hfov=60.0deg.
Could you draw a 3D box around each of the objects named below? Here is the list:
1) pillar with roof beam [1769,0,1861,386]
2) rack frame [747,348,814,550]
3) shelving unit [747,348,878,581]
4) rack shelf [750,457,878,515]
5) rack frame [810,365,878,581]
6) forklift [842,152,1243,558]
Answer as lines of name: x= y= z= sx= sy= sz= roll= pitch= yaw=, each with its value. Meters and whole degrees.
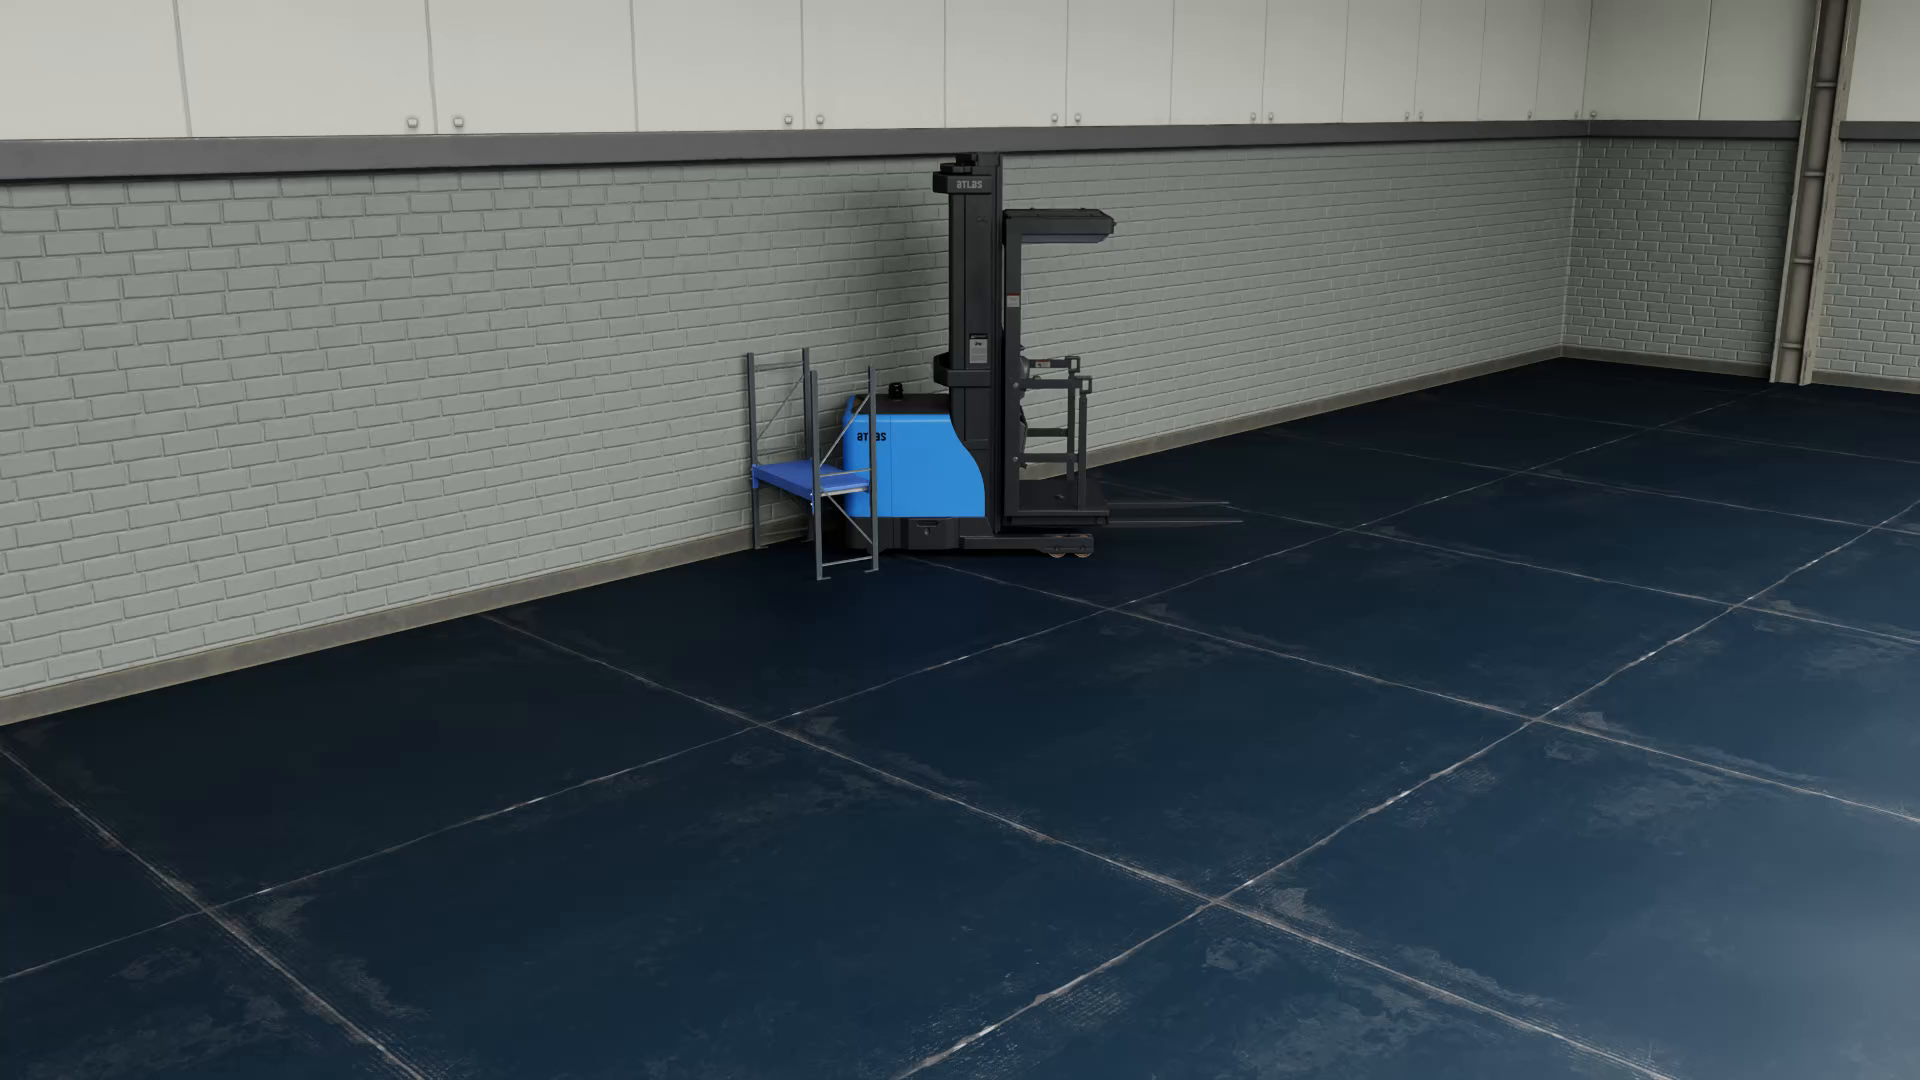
pillar with roof beam: x=7.166 y=-5.502 z=16.201 sx=0.400 sy=9.000 sz=9.100 roll=14 pitch=20 yaw=42
rack frame: x=-1.355 y=-0.691 z=12.605 sx=0.500 sy=1.500 sz=0.032 roll=-9 pitch=17 yaw=-31
shelving unit: x=-1.085 y=-0.582 z=12.189 sx=0.538 sy=1.500 sz=1.048 roll=-9 pitch=17 yaw=-31
rack shelf: x=-1.084 y=-0.408 z=12.234 sx=0.538 sy=0.185 sz=1.000 roll=-9 pitch=17 yaw=-31
rack frame: x=-0.814 y=-0.474 z=11.772 sx=0.500 sy=1.500 sz=0.032 roll=-9 pitch=17 yaw=-31
forklift: x=0.628 y=-1.421 z=12.573 sx=3.031 sy=2.935 sz=1.130 roll=0 pitch=15 yaw=-1
